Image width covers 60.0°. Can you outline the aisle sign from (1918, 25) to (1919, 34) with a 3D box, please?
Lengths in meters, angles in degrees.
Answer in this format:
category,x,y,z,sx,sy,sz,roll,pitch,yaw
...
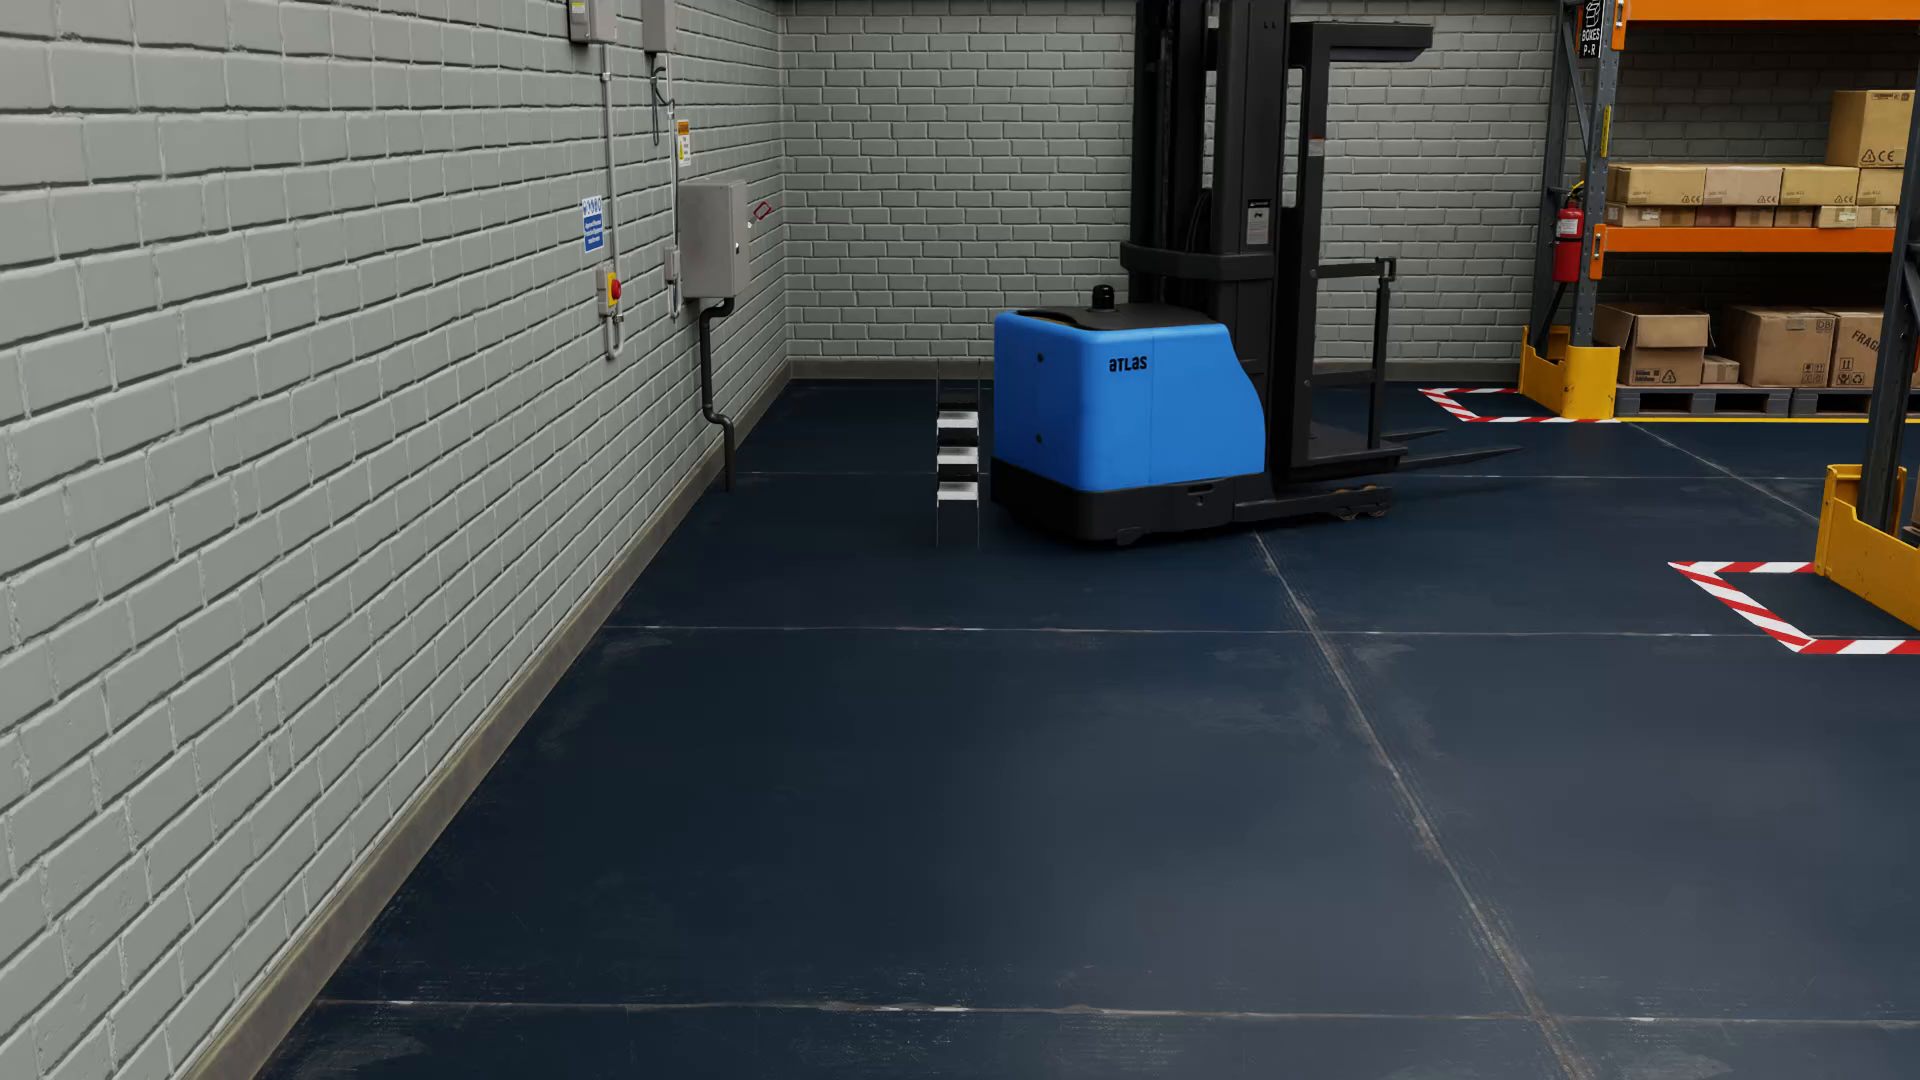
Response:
category,x,y,z,sx,sy,sz,roll,pitch,yaw
aisle sign,4.111,-2.502,6.848,0.004,0.787,0.394,0,15,1

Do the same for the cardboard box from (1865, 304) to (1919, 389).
category,x,y,z,sx,sy,sz,roll,pitch,yaw
cardboard box,6.798,-1.375,11.750,0.500,0.500,0.700,0,15,-1

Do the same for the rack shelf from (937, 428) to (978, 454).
category,x,y,z,sx,sy,sz,roll,pitch,yaw
rack shelf,-0.008,-0.490,8.211,0.200,0.077,0.258,0,15,1

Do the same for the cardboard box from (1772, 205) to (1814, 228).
category,x,y,z,sx,sy,sz,roll,pitch,yaw
cardboard box,5.655,-2.238,11.433,0.250,0.149,0.380,1,15,2

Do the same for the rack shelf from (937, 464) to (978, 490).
category,x,y,z,sx,sy,sz,roll,pitch,yaw
rack shelf,-0.008,-0.316,8.257,0.200,0.077,0.258,0,15,1

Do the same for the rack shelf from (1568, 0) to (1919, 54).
category,x,y,z,sx,sy,sz,roll,pitch,yaw
rack shelf,6.297,-3.521,11.335,4.000,0.370,1.077,0,15,1

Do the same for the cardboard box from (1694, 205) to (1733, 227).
category,x,y,z,sx,sy,sz,roll,pitch,yaw
cardboard box,5.138,-2.255,11.500,0.250,0.149,0.380,0,15,1

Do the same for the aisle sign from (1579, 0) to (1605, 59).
category,x,y,z,sx,sy,sz,roll,pitch,yaw
aisle sign,4.222,-3.614,11.062,0.004,0.787,0.394,0,15,1

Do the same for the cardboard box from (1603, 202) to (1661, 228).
category,x,y,z,sx,sy,sz,roll,pitch,yaw
cardboard box,4.619,-2.238,11.434,0.250,0.149,0.380,0,15,1

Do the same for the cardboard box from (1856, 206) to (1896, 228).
category,x,y,z,sx,sy,sz,roll,pitch,yaw
cardboard box,6.170,-2.220,11.368,0.250,0.149,0.380,1,15,3

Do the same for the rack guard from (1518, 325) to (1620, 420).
category,x,y,z,sx,sy,sz,roll,pitch,yaw
rack guard,4.374,-1.222,11.993,0.348,0.500,1.175,0,15,1

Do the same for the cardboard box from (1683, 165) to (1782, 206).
category,x,y,z,sx,sy,sz,roll,pitch,yaw
cardboard box,5.248,-2.428,11.373,0.500,0.250,0.500,1,15,2

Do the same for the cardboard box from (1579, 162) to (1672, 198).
category,x,y,z,sx,sy,sz,roll,pitch,yaw
cardboard box,4.764,-2.567,11.902,0.500,0.250,0.500,1,15,3

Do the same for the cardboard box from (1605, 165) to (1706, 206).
category,x,y,z,sx,sy,sz,roll,pitch,yaw
cardboard box,4.744,-2.431,11.385,0.500,0.250,0.500,0,15,2

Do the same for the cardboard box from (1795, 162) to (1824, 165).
category,x,y,z,sx,sy,sz,roll,pitch,yaw
cardboard box,6.297,-2.556,11.858,0.500,0.250,0.500,0,15,1

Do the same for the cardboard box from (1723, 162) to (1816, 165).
category,x,y,z,sx,sy,sz,roll,pitch,yaw
cardboard box,5.775,-2.559,11.871,0.500,0.250,0.500,1,15,3

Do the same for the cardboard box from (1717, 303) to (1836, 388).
category,x,y,z,sx,sy,sz,roll,pitch,yaw
cardboard box,5.760,-1.382,11.776,0.500,0.500,0.700,1,15,4

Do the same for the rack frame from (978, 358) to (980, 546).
category,x,y,z,sx,sy,sz,roll,pitch,yaw
rack frame,0.094,-0.435,8.223,0.006,0.900,0.240,0,15,1

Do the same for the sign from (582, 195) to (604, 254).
category,x,y,z,sx,sy,sz,roll,pitch,yaw
sign,-1.525,-1.315,6.915,0.001,0.218,0.327,0,15,1

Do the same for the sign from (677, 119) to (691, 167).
category,x,y,z,sx,sy,sz,roll,pitch,yaw
sign,-1.472,-2.118,8.868,0.001,0.242,0.339,0,15,1

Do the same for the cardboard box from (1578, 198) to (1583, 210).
category,x,y,z,sx,sy,sz,roll,pitch,yaw
cardboard box,4.636,-2.376,11.959,0.250,0.149,0.380,0,15,1

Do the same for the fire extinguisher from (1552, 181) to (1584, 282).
category,x,y,z,sx,sy,sz,roll,pitch,yaw
fire extinguisher,4.139,-2.097,11.290,0.183,0.674,0.296,0,15,1

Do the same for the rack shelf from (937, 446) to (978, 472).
category,x,y,z,sx,sy,sz,roll,pitch,yaw
rack shelf,-0.008,-0.403,8.234,0.200,0.077,0.258,0,15,1

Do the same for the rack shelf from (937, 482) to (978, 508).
category,x,y,z,sx,sy,sz,roll,pitch,yaw
rack shelf,-0.008,-0.229,8.280,0.200,0.077,0.258,0,15,1

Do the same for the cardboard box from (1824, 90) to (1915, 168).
category,x,y,z,sx,sy,sz,roll,pitch,yaw
cardboard box,6.244,-2.784,11.253,0.500,0.500,0.500,1,15,3

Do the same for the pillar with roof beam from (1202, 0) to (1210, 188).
category,x,y,z,sx,sy,sz,roll,pitch,yaw
pillar with roof beam,1.515,-4.482,7.687,0.400,9.000,9.100,0,15,1

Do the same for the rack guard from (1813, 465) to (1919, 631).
category,x,y,z,sx,sy,sz,roll,pitch,yaw
rack guard,4.151,0.043,7.197,0.348,0.500,1.175,0,15,1

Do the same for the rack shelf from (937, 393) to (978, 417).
category,x,y,z,sx,sy,sz,roll,pitch,yaw
rack shelf,-0.008,-0.664,8.165,0.200,0.077,0.258,0,15,1

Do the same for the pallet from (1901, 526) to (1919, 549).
category,x,y,z,sx,sy,sz,roll,pitch,yaw
pallet,4.976,0.168,7.289,1.213,0.211,1.003,0,15,1

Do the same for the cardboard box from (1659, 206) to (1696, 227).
category,x,y,z,sx,sy,sz,roll,pitch,yaw
cardboard box,4.875,-2.248,11.473,0.250,0.149,0.380,1,15,3

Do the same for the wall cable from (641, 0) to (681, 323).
category,x,y,z,sx,sy,sz,roll,pitch,yaw
wall cable,-1.438,-2.049,8.236,0.122,1.984,0.588,0,15,1

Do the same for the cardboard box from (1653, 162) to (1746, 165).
category,x,y,z,sx,sy,sz,roll,pitch,yaw
cardboard box,5.280,-2.564,11.888,0.500,0.250,0.500,0,15,2

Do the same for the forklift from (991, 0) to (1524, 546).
category,x,y,z,sx,sy,sz,roll,pitch,yaw
forklift,1.714,-1.630,8.771,3.031,2.935,1.130,-7,16,-26

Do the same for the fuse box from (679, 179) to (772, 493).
category,x,y,z,sx,sy,sz,roll,pitch,yaw
fuse box,-1.263,-1.108,9.186,0.414,1.711,0.539,0,15,1

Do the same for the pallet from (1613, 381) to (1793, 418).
category,x,y,z,sx,sy,sz,roll,pitch,yaw
pallet,5.171,-1.077,12.011,1.213,0.211,1.003,0,15,1

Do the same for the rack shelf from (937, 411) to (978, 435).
category,x,y,z,sx,sy,sz,roll,pitch,yaw
rack shelf,-0.008,-0.577,8.188,0.200,0.077,0.258,0,15,1

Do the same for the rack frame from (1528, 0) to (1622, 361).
category,x,y,z,sx,sy,sz,roll,pitch,yaw
rack frame,4.298,-2.431,11.676,0.127,3.000,1.000,0,15,1

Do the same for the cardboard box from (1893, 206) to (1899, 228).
category,x,y,z,sx,sy,sz,roll,pitch,yaw
cardboard box,6.429,-2.236,11.428,0.250,0.149,0.380,0,15,1

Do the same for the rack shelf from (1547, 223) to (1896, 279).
category,x,y,z,sx,sy,sz,roll,pitch,yaw
rack shelf,6.297,-2.071,11.718,4.000,0.370,1.077,0,15,1

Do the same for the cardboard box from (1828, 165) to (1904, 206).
category,x,y,z,sx,sy,sz,roll,pitch,yaw
cardboard box,6.267,-2.427,11.372,0.500,0.250,0.500,0,15,0

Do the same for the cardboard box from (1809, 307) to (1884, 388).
category,x,y,z,sx,sy,sz,roll,pitch,yaw
cardboard box,6.286,-1.353,11.666,0.500,0.500,0.500,1,15,2

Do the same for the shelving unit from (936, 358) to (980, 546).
category,x,y,z,sx,sy,sz,roll,pitch,yaw
shelving unit,-0.008,-0.435,8.225,0.210,0.900,0.258,0,15,1

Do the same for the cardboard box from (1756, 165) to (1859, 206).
category,x,y,z,sx,sy,sz,roll,pitch,yaw
cardboard box,5.755,-2.425,11.364,0.500,0.250,0.500,0,15,0

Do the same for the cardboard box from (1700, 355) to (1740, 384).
category,x,y,z,sx,sy,sz,roll,pitch,yaw
cardboard box,5.330,-1.215,11.831,0.250,0.149,0.380,0,15,-1

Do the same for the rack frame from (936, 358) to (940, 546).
category,x,y,z,sx,sy,sz,roll,pitch,yaw
rack frame,-0.110,-0.436,8.228,0.006,0.900,0.240,0,15,1

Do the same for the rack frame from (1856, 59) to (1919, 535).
category,x,y,z,sx,sy,sz,roll,pitch,yaw
rack frame,4.175,-1.166,6.878,0.127,3.000,1.000,0,15,1

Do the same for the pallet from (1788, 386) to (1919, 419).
category,x,y,z,sx,sy,sz,roll,pitch,yaw
pallet,6.387,-1.069,11.978,1.213,0.211,1.003,0,15,1

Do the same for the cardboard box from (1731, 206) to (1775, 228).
category,x,y,z,sx,sy,sz,roll,pitch,yaw
cardboard box,5.389,-2.238,11.435,0.250,0.149,0.380,1,15,3

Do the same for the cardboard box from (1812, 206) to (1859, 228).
category,x,y,z,sx,sy,sz,roll,pitch,yaw
cardboard box,5.906,-2.217,11.355,0.250,0.149,0.380,0,15,0

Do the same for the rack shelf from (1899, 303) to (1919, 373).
category,x,y,z,sx,sy,sz,roll,pitch,yaw
rack shelf,6.174,-0.805,6.920,4.000,0.370,1.077,0,15,1

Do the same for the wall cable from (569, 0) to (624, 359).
category,x,y,z,sx,sy,sz,roll,pitch,yaw
wall cable,-1.463,-1.703,6.861,0.123,1.953,0.585,0,15,1

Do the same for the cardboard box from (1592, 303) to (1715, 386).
category,x,y,z,sx,sy,sz,roll,pitch,yaw
cardboard box,4.907,-1.399,11.834,0.637,0.503,0.797,0,15,-1

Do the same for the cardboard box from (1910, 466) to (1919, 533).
category,x,y,z,sx,sy,sz,roll,pitch,yaw
cardboard box,4.837,-0.151,7.231,0.875,0.438,0.875,0,15,0

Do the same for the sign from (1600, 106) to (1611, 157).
category,x,y,z,sx,sy,sz,roll,pitch,yaw
sign,4.284,-2.712,11.041,0.005,0.325,0.100,0,15,1
